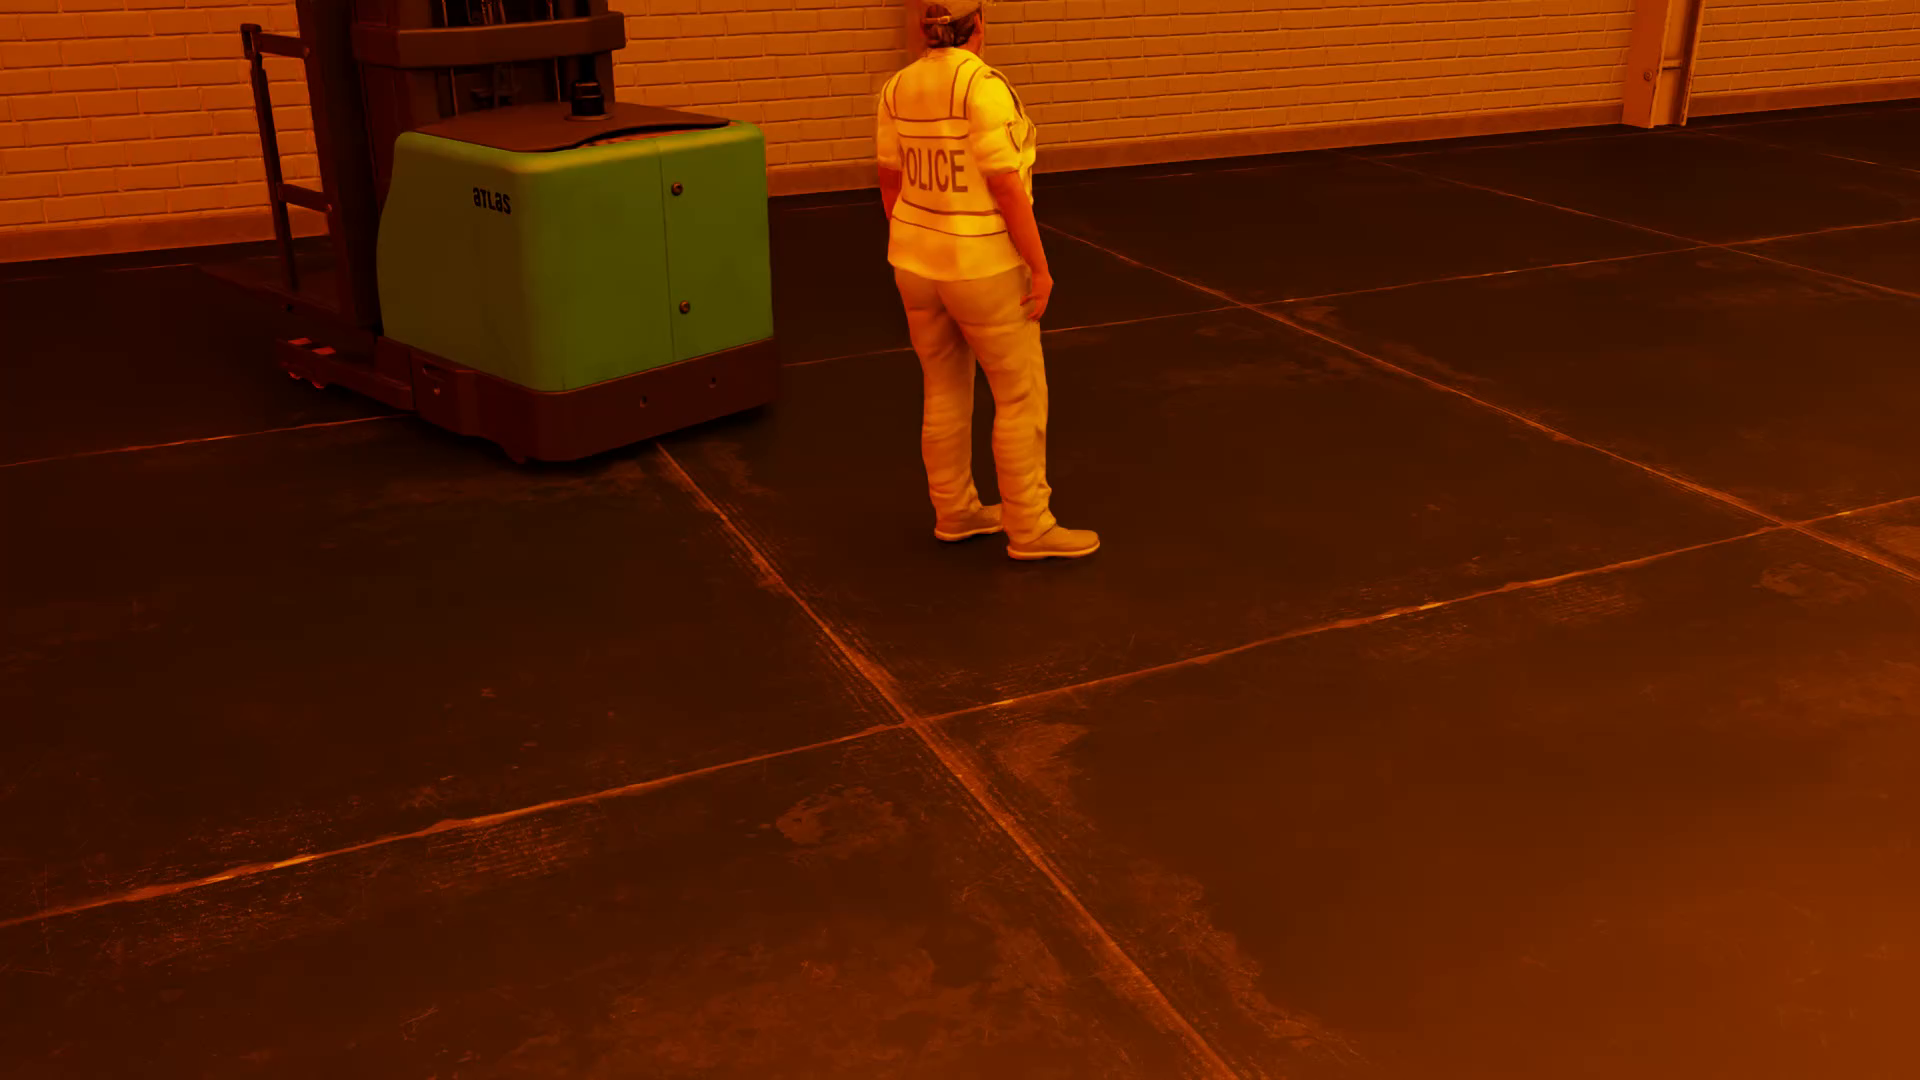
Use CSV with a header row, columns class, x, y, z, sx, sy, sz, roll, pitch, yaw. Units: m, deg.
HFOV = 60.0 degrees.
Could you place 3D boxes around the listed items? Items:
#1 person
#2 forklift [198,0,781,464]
class,x,y,z,sx,sy,sz,roll,pitch,yaw
person,0.057,-0.772,4.796,0.670,1.673,0.420,19,29,38
forklift,-2.092,-2.073,6.276,3.031,2.935,1.130,20,30,39
